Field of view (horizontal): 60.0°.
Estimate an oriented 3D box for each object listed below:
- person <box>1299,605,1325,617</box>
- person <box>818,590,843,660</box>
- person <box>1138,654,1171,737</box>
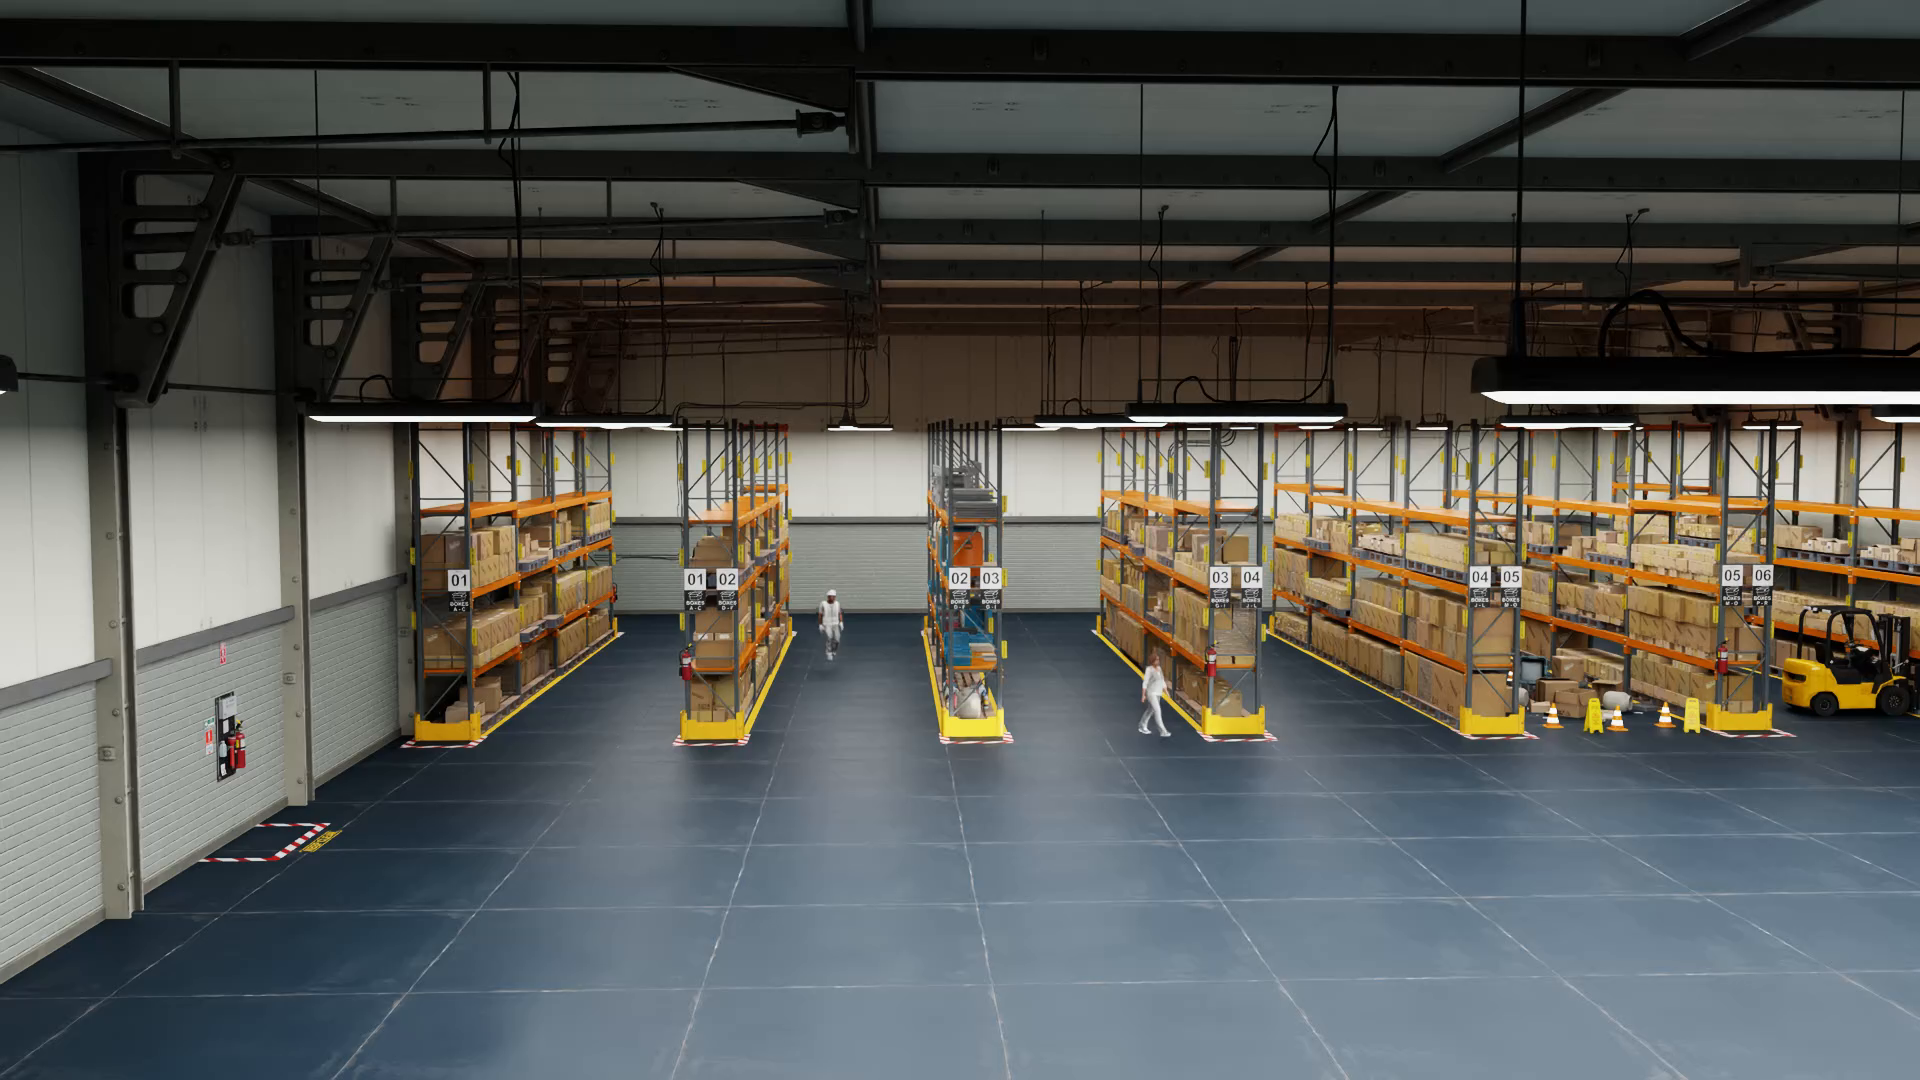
[{"bbox_3d":[10.431,1.660,49.806,1.099,1.738,0.583,-1,4,-9],"label":"person"},{"bbox_3d":[-3.106,2.056,40.562,0.572,1.652,0.713,-2,4,-23],"label":"person"},{"bbox_3d":[3.697,2.926,31.328,0.947,1.542,0.493,3,5,41],"label":"person"}]
